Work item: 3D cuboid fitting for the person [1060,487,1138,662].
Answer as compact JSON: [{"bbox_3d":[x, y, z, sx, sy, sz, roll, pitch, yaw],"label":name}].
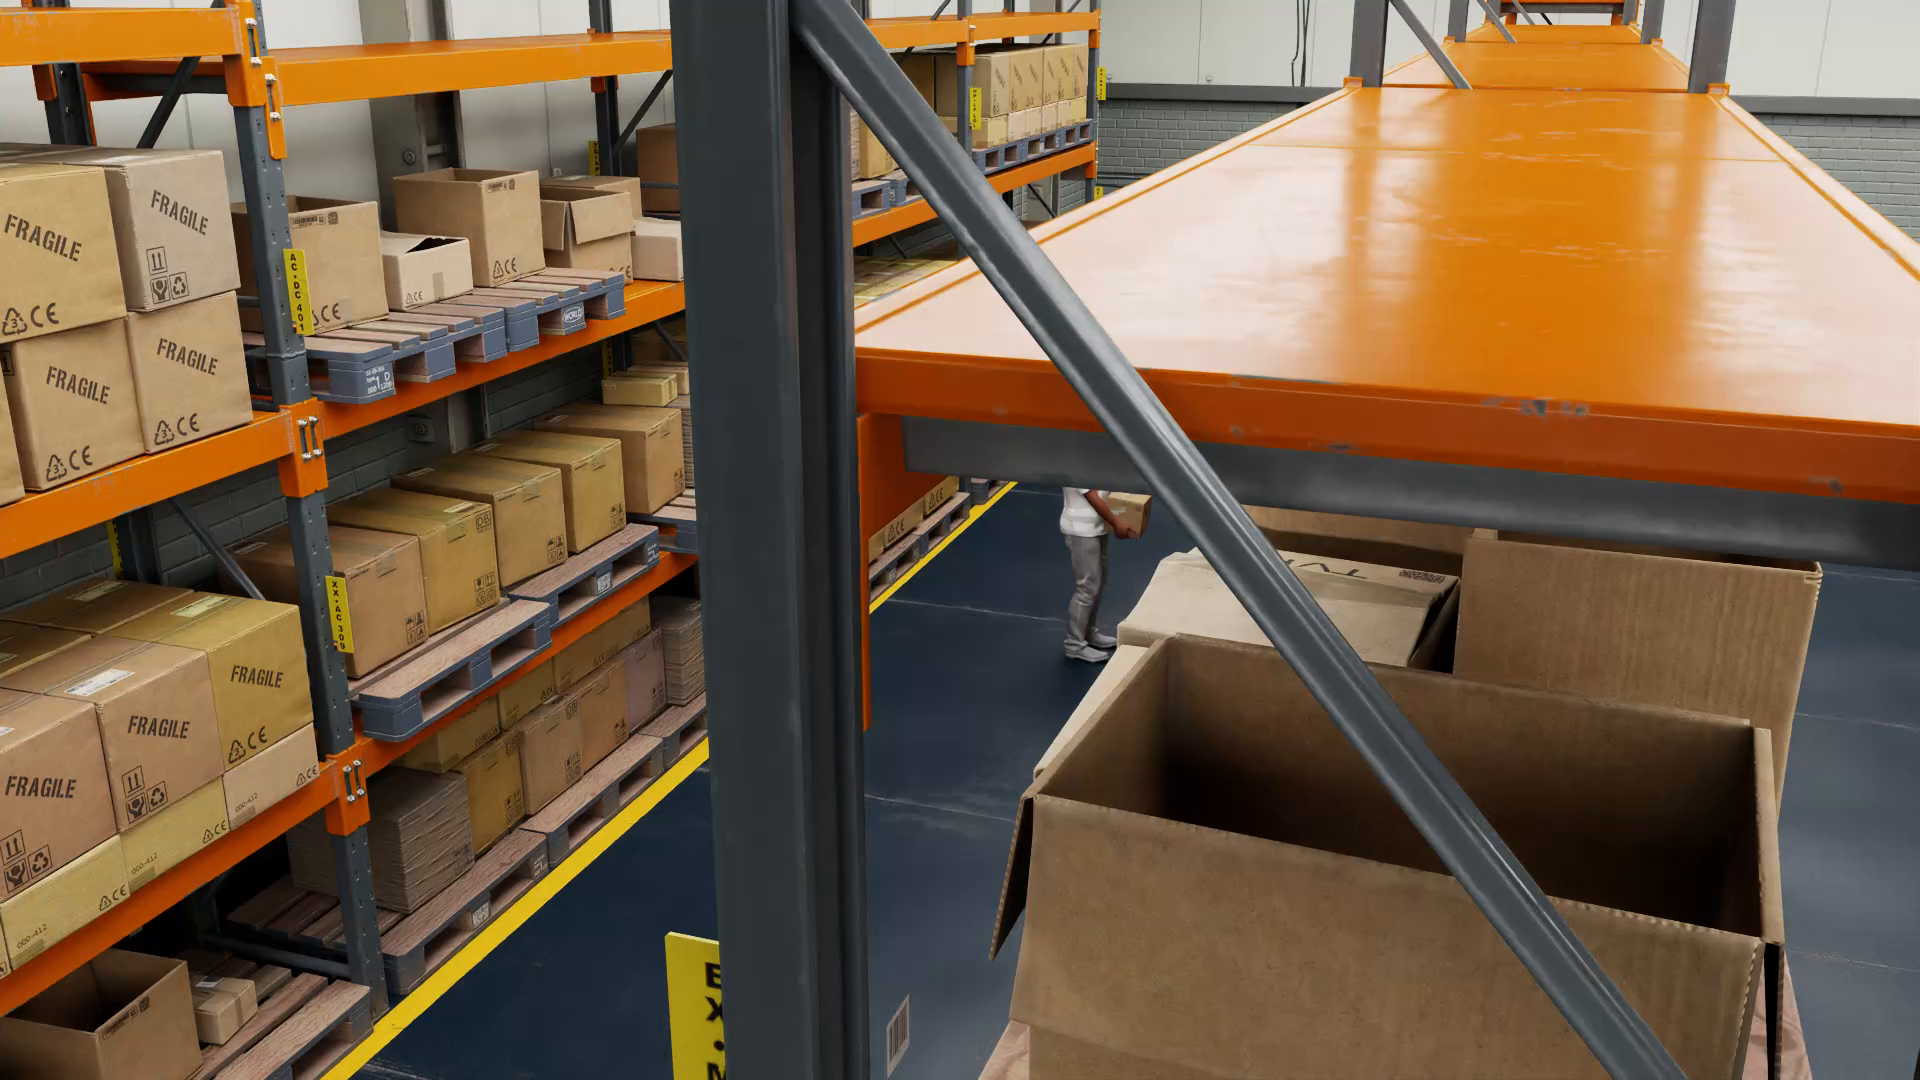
[{"bbox_3d":[0.950,-0.061,11.214,0.577,1.762,0.505,6,20,18],"label":"person"}]
